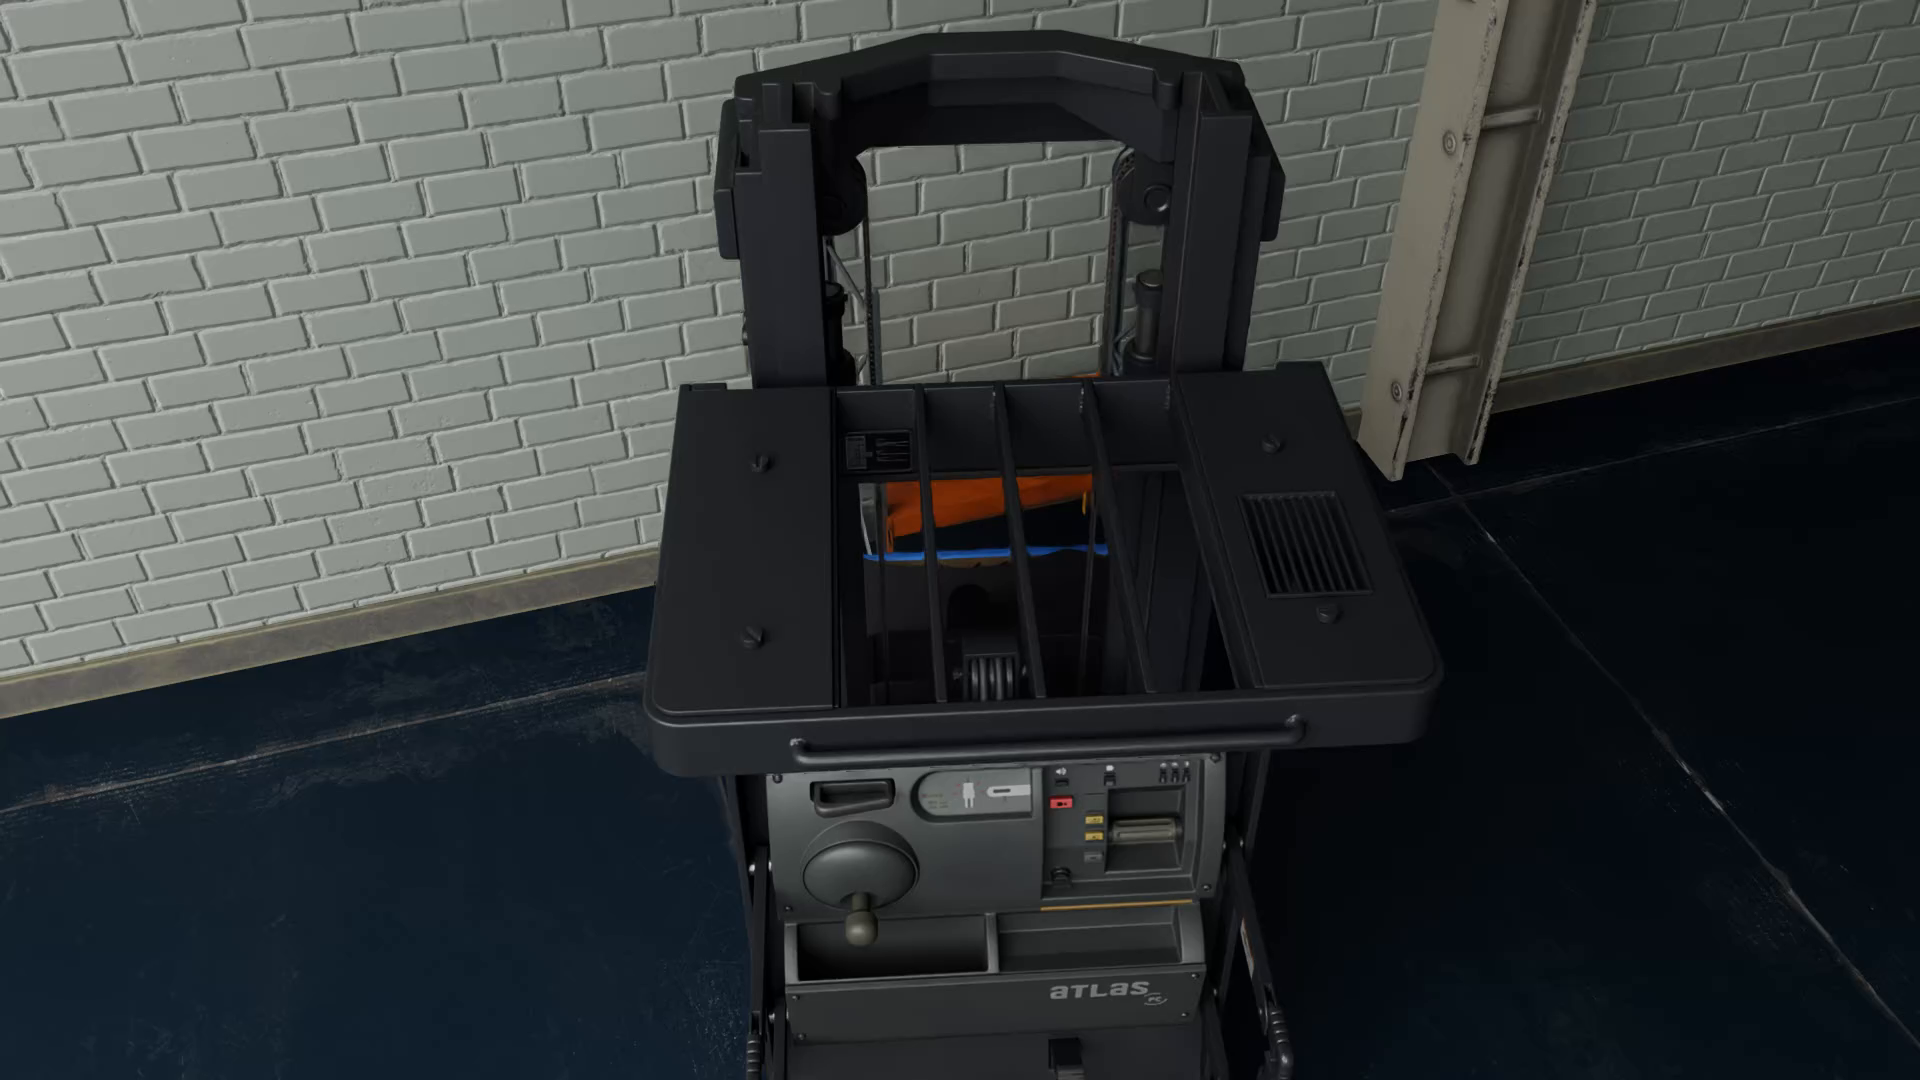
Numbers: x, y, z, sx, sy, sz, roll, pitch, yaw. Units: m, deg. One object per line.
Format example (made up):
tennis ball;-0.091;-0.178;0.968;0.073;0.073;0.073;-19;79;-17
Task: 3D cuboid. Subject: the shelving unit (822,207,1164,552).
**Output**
shelving unit;0.136;-0.407;5.575;1.083;1.500;0.587;-14;43;-15

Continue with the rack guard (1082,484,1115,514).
rack guard;0.603;-0.050;6.117;0.087;0.250;0.587;-14;43;-15

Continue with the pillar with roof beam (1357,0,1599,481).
pillar with roof beam;3.120;-1.051;0.614;0.400;9.000;9.100;-12;42;-13

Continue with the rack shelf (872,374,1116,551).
rack shelf;0.145;-0.273;5.696;1.000;0.185;0.538;-14;43;-15

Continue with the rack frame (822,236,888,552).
rack frame;-0.332;-0.292;5.445;0.032;1.500;0.500;-14;43;-15

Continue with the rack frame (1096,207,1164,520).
rack frame;0.622;-0.525;5.711;0.032;1.500;0.500;-14;43;-15

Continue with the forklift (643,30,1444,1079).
forklift;0.093;0.692;3.230;1.130;2.935;3.031;-2;41;-3
